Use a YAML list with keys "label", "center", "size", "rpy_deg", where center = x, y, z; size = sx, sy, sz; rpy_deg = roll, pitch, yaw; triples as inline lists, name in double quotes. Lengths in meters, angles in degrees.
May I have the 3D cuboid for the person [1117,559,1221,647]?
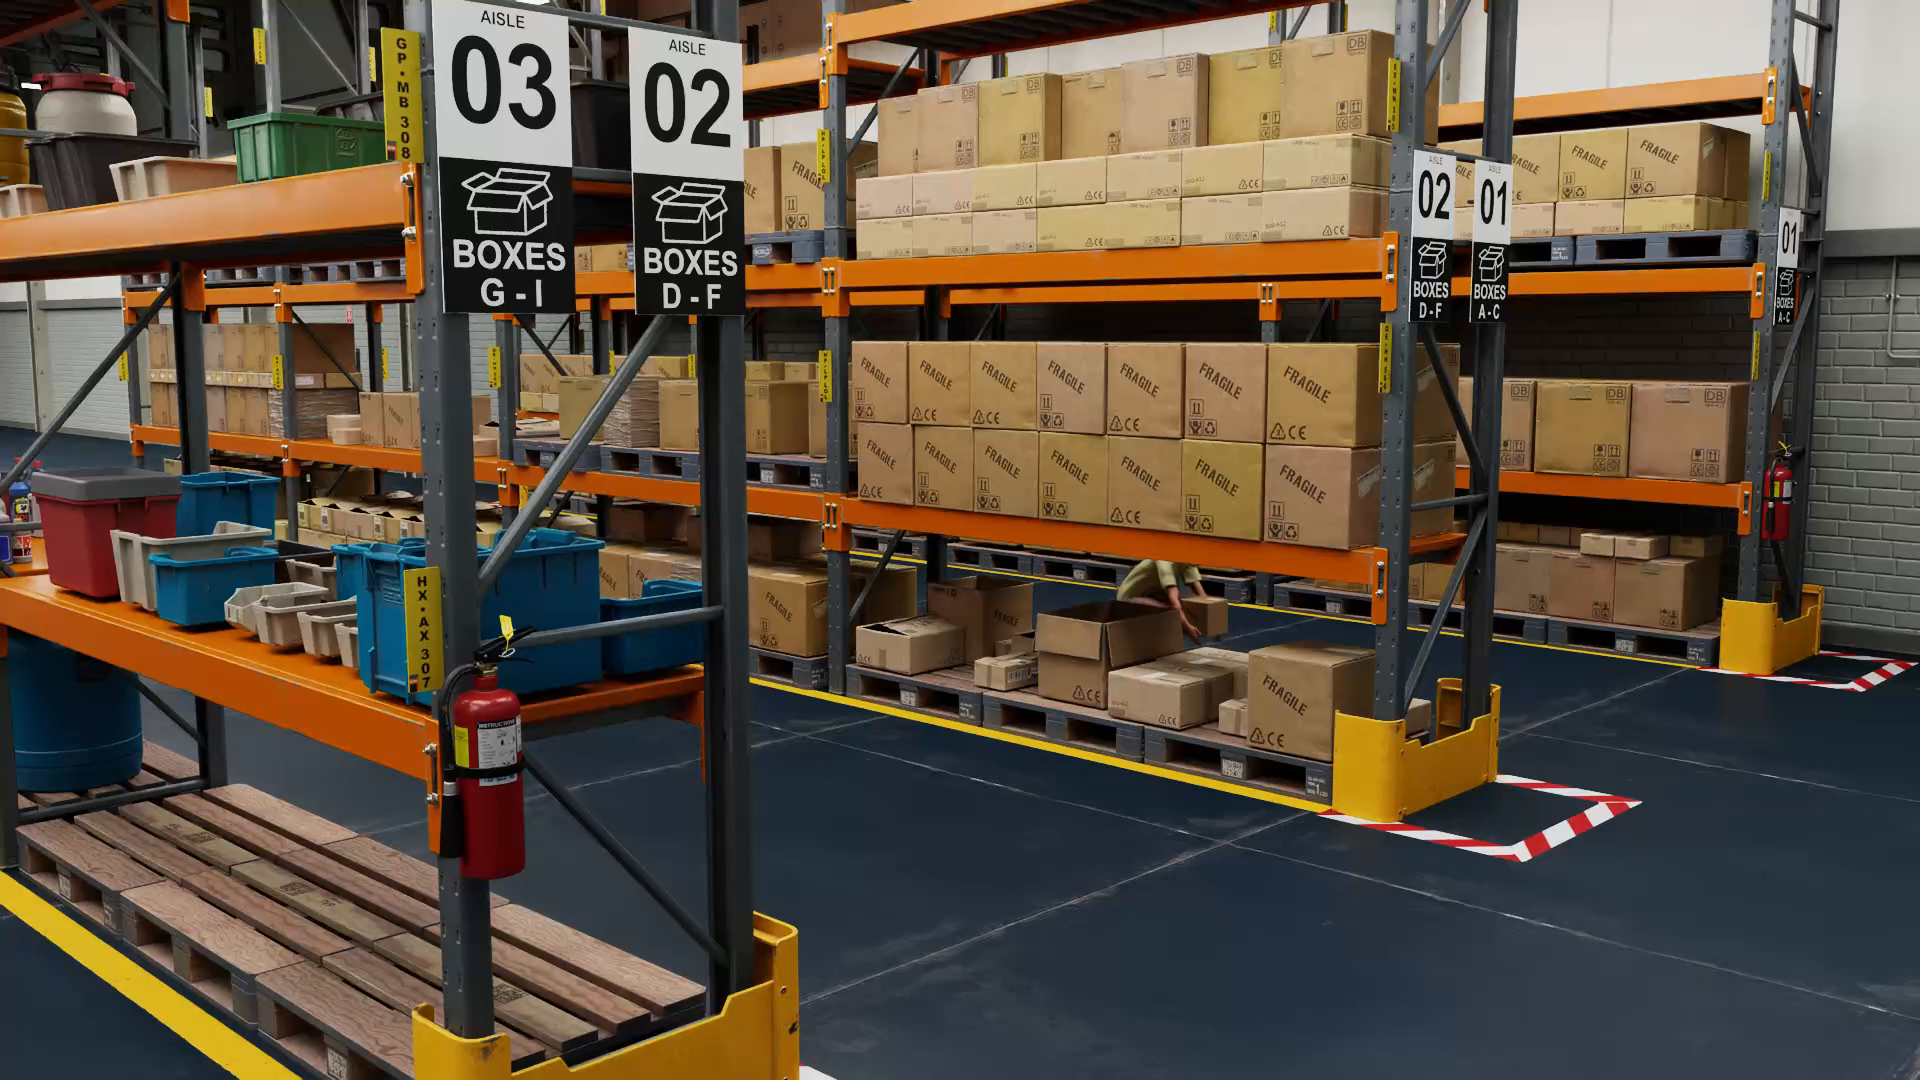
- label: "person"
  center: [1.537, 0.386, 12.189]
  size: [0.803, 0.940, 0.473]
  rpy_deg: [7, 10, 43]
